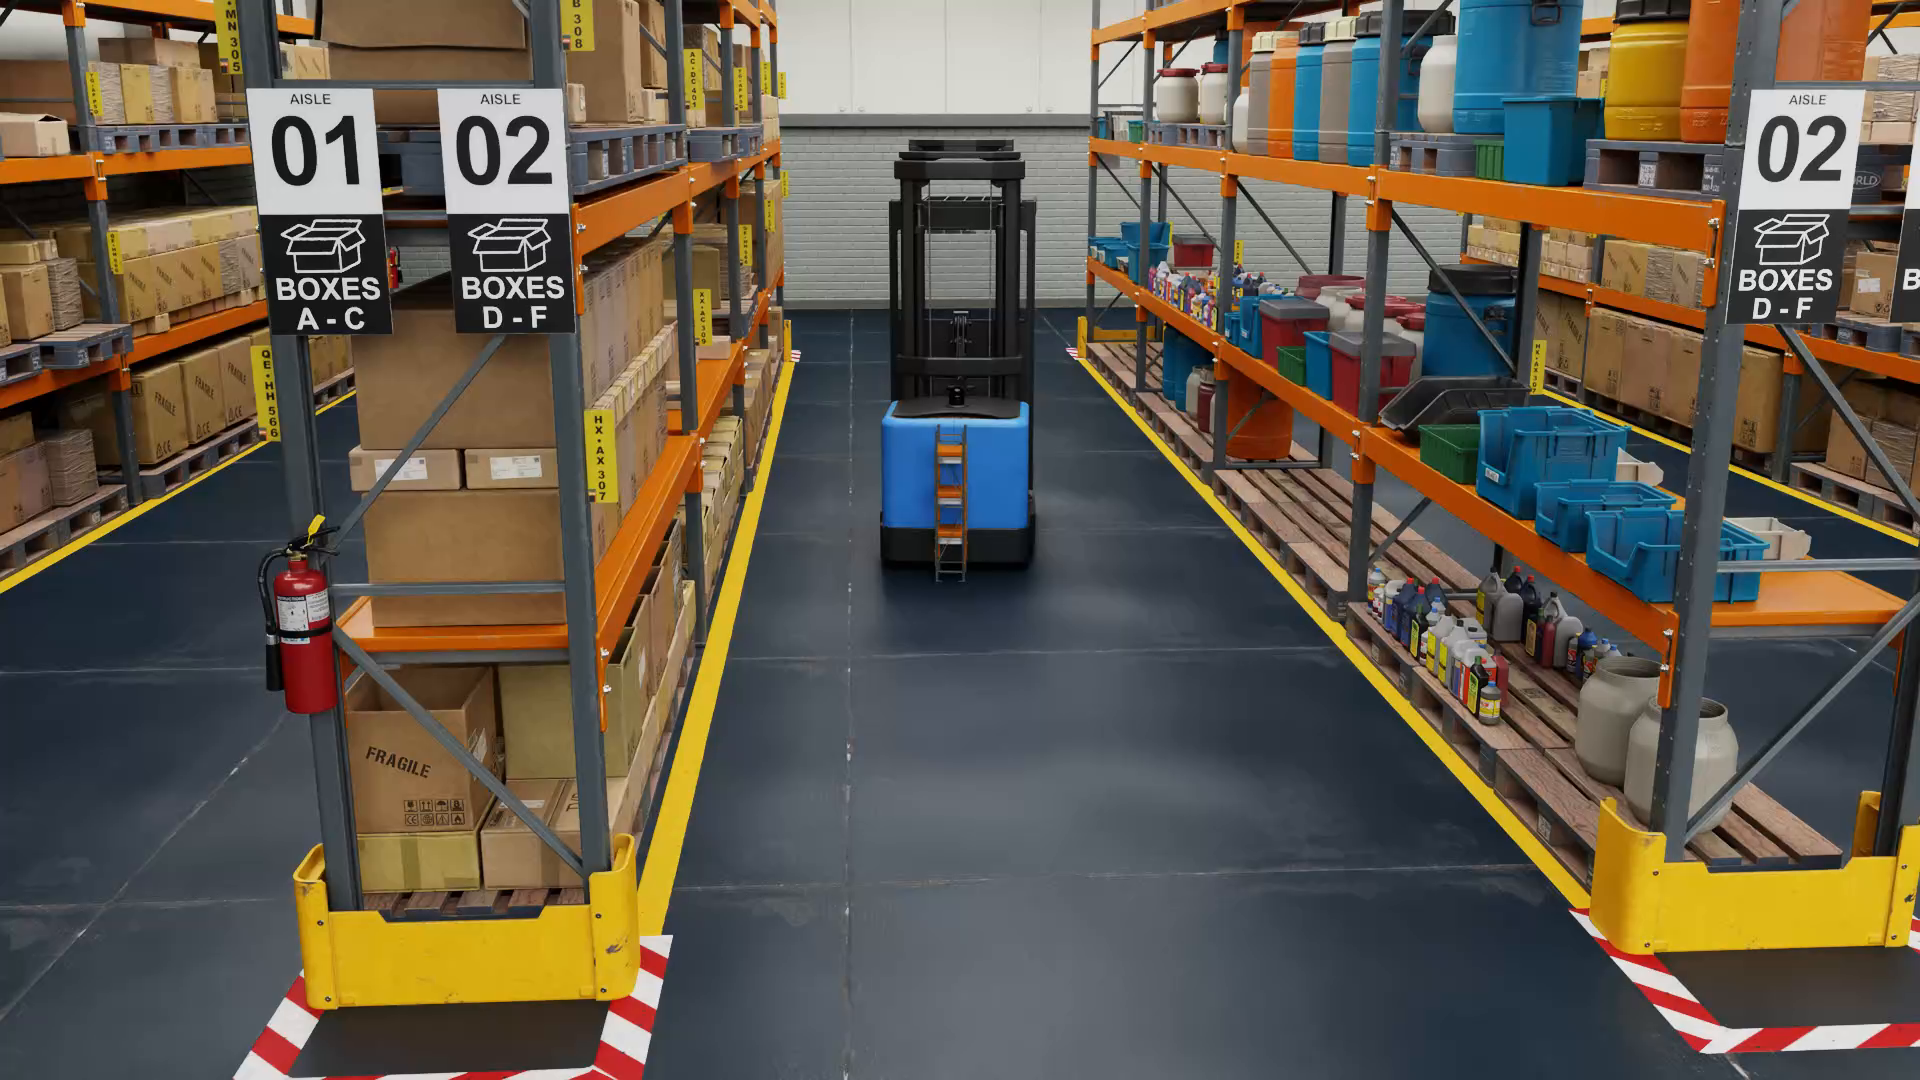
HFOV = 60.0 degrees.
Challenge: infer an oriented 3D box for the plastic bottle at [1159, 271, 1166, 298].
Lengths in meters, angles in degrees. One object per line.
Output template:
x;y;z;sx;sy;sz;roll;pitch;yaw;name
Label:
2.060;-2.580;16.792;0.097;0.271;0.097;0;14;0;plastic bottle

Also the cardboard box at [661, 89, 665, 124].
-2.104;-2.692;10.406;0.500;0.250;0.500;-2;15;-9;cardboard box

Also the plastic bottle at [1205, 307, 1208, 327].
2.203;-1.973;14.573;0.097;0.201;0.097;0;14;0;plastic bottle

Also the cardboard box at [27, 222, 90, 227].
-7.546;-2.539;14.031;0.500;0.250;0.500;-1;14;-5;cardboard box

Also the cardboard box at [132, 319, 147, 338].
-7.027;-1.772;13.858;0.380;0.149;0.250;-1;14;-3;cardboard box

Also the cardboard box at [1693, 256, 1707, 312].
7.262;-2.386;15.578;0.500;0.500;0.500;-1;14;-5;cardboard box

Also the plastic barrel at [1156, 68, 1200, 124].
2.192;-4.471;16.747;0.433;0.535;0.433;0;14;0;plastic barrel

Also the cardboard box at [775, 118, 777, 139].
-2.467;-4.935;19.966;0.500;0.250;0.500;-1;14;-3;cardboard box

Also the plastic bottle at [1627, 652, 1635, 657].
3.356;0.691;8.389;0.061;0.283;0.133;-1;14;-3;plastic bottle

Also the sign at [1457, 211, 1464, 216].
6.551;-4.405;21.732;0.100;0.325;0.005;-1;14;-3;sign

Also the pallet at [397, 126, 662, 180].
-1.888;-1.714;7.325;1.003;0.211;1.213;-1;14;-3;pallet

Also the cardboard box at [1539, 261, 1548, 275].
6.943;-3.165;19.312;0.380;0.149;0.250;-1;14;-2;cardboard box

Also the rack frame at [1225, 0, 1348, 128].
2.657;-4.794;13.099;1.000;3.000;0.127;-1;14;-3;rack frame

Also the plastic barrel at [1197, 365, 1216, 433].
2.540;-1.326;15.659;0.600;0.588;0.708;-1;14;-3;plastic barrel

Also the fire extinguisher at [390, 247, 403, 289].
-7.275;-3.552;21.215;0.296;0.674;0.183;-1;14;-3;fire extinguisher

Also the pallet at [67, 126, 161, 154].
-7.324;-3.256;13.521;1.213;0.211;1.003;0;14;-1;pallet

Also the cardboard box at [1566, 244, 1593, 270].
7.064;-3.137;18.403;0.500;0.250;0.500;-1;14;-4;cardboard box

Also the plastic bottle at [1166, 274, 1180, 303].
2.115;-2.472;16.364;0.152;0.276;0.135;-1;14;-3;plastic bottle

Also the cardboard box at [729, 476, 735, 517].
-1.947;-0.305;12.365;0.500;0.250;0.500;-1;14;-2;cardboard box

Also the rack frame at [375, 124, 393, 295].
-7.726;-3.725;20.985;1.000;3.000;0.127;-1;14;-3;rack frame

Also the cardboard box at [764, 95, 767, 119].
-2.350;-4.679;17.971;0.500;0.250;0.500;-1;14;-3;cardboard box

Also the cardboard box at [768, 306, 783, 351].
-2.503;-2.674;21.032;0.500;0.500;0.500;-1;14;-3;cardboard box

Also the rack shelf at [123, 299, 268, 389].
-7.355;-1.885;15.275;1.077;0.370;4.000;-1;14;-3;rack shelf

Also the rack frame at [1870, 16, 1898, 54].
12.062;-6.912;21.329;1.000;3.000;0.127;-1;14;-3;rack frame

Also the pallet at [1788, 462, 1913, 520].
7.648;-0.420;13.736;1.003;0.211;1.213;-1;14;-3;pallet

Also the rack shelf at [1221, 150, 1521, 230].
2.781;-2.496;11.630;1.077;0.370;4.000;-1;14;-3;rack shelf

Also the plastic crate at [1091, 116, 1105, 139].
1.907;-5.168;20.833;0.497;0.269;0.590;-1;14;-3;plastic crate

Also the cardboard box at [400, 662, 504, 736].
-2.198;0.564;7.484;0.500;0.500;0.500;-1;14;-3;cardboard box

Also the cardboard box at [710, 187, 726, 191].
-2.890;-3.715;18.738;0.500;0.500;0.500;-1;14;-3;cardboard box

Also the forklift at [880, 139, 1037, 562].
0.030;-1.574;12.763;1.130;2.935;3.031;1;14;3;forklift

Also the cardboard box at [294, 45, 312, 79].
-7.281;-5.035;17.808;0.500;0.500;0.500;-1;14;-5;cardboard box

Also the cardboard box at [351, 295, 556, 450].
-1.811;-0.630;6.150;0.700;0.500;0.500;-1;14;-3;cardboard box

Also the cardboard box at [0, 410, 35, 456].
-7.161;-0.780;12.168;0.500;0.250;0.500;-1;14;-2;cardboard box

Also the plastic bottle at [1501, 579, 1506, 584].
3.239;0.334;9.942;0.097;0.201;0.097;0;14;0;plastic bottle

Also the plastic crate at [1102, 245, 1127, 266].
1.930;-3.432;20.062;0.416;0.233;0.300;-1;14;-3;plastic crate

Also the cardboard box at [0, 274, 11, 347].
-7.092;-1.571;11.529;0.700;0.500;0.500;-1;14;-3;cardboard box

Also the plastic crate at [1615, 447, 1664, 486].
3.258;-0.366;8.459;0.530;0.136;0.437;-1;14;-3;plastic crate

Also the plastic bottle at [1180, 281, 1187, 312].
2.116;-2.290;15.639;0.061;0.283;0.133;-1;14;-3;plastic bottle

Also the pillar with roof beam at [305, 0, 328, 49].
-4.460;-7.355;23.054;9.100;9.000;0.400;-1;14;-3;pillar with roof beam

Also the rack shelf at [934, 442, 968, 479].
-0.061;-0.517;11.333;0.215;0.259;0.240;1;14;3;rack shelf

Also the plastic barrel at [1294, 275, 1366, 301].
2.988;-1.844;13.400;0.600;0.536;0.708;-1;14;-3;plastic barrel

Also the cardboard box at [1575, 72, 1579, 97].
7.216;-5.040;18.833;0.700;0.500;0.500;0;14;-1;cardboard box

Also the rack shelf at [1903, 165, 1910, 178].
7.725;-2.572;11.927;1.077;0.370;4.000;-1;14;-3;rack shelf

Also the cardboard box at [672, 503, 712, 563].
-1.816;-0.068;10.322;0.500;0.311;0.500;-1;14;-3;cardboard box

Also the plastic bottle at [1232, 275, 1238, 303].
2.695;-2.472;16.372;0.097;0.271;0.097;0;14;0;plastic bottle

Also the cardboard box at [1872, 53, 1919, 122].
7.401;-3.461;12.735;0.500;0.500;0.500;-1;14;-3;cardboard box

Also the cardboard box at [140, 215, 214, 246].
-7.108;-2.803;15.057;0.500;0.250;0.500;-1;14;-5;cardboard box

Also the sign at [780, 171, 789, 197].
-2.227;-4.520;21.116;0.100;0.325;0.005;-1;14;-3;sign

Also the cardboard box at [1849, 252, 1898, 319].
7.674;-2.083;13.560;0.500;0.500;0.500;-3;15;-10;cardboard box

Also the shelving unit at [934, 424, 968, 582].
-0.061;-0.253;11.402;0.215;1.050;0.252;1;14;3;shelving unit

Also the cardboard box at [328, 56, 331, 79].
-2.126;-1.757;6.493;0.500;0.250;0.500;-1;14;-3;cardboard box

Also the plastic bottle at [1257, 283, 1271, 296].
2.867;-2.286;15.641;0.152;0.276;0.135;-1;14;-3;plastic bottle

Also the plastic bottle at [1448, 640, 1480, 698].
2.605;0.659;8.527;0.152;0.276;0.135;-1;14;-5;plastic bottle

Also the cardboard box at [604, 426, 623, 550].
-1.870;-0.242;7.248;0.700;0.500;0.500;-1;14;-3;cardboard box

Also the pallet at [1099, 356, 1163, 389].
2.246;-2.019;19.951;1.003;0.211;1.213;-1;14;-3;pallet

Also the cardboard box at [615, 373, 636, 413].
-1.695;-0.669;7.605;0.380;0.149;0.250;-1;14;-3;cardboard box
